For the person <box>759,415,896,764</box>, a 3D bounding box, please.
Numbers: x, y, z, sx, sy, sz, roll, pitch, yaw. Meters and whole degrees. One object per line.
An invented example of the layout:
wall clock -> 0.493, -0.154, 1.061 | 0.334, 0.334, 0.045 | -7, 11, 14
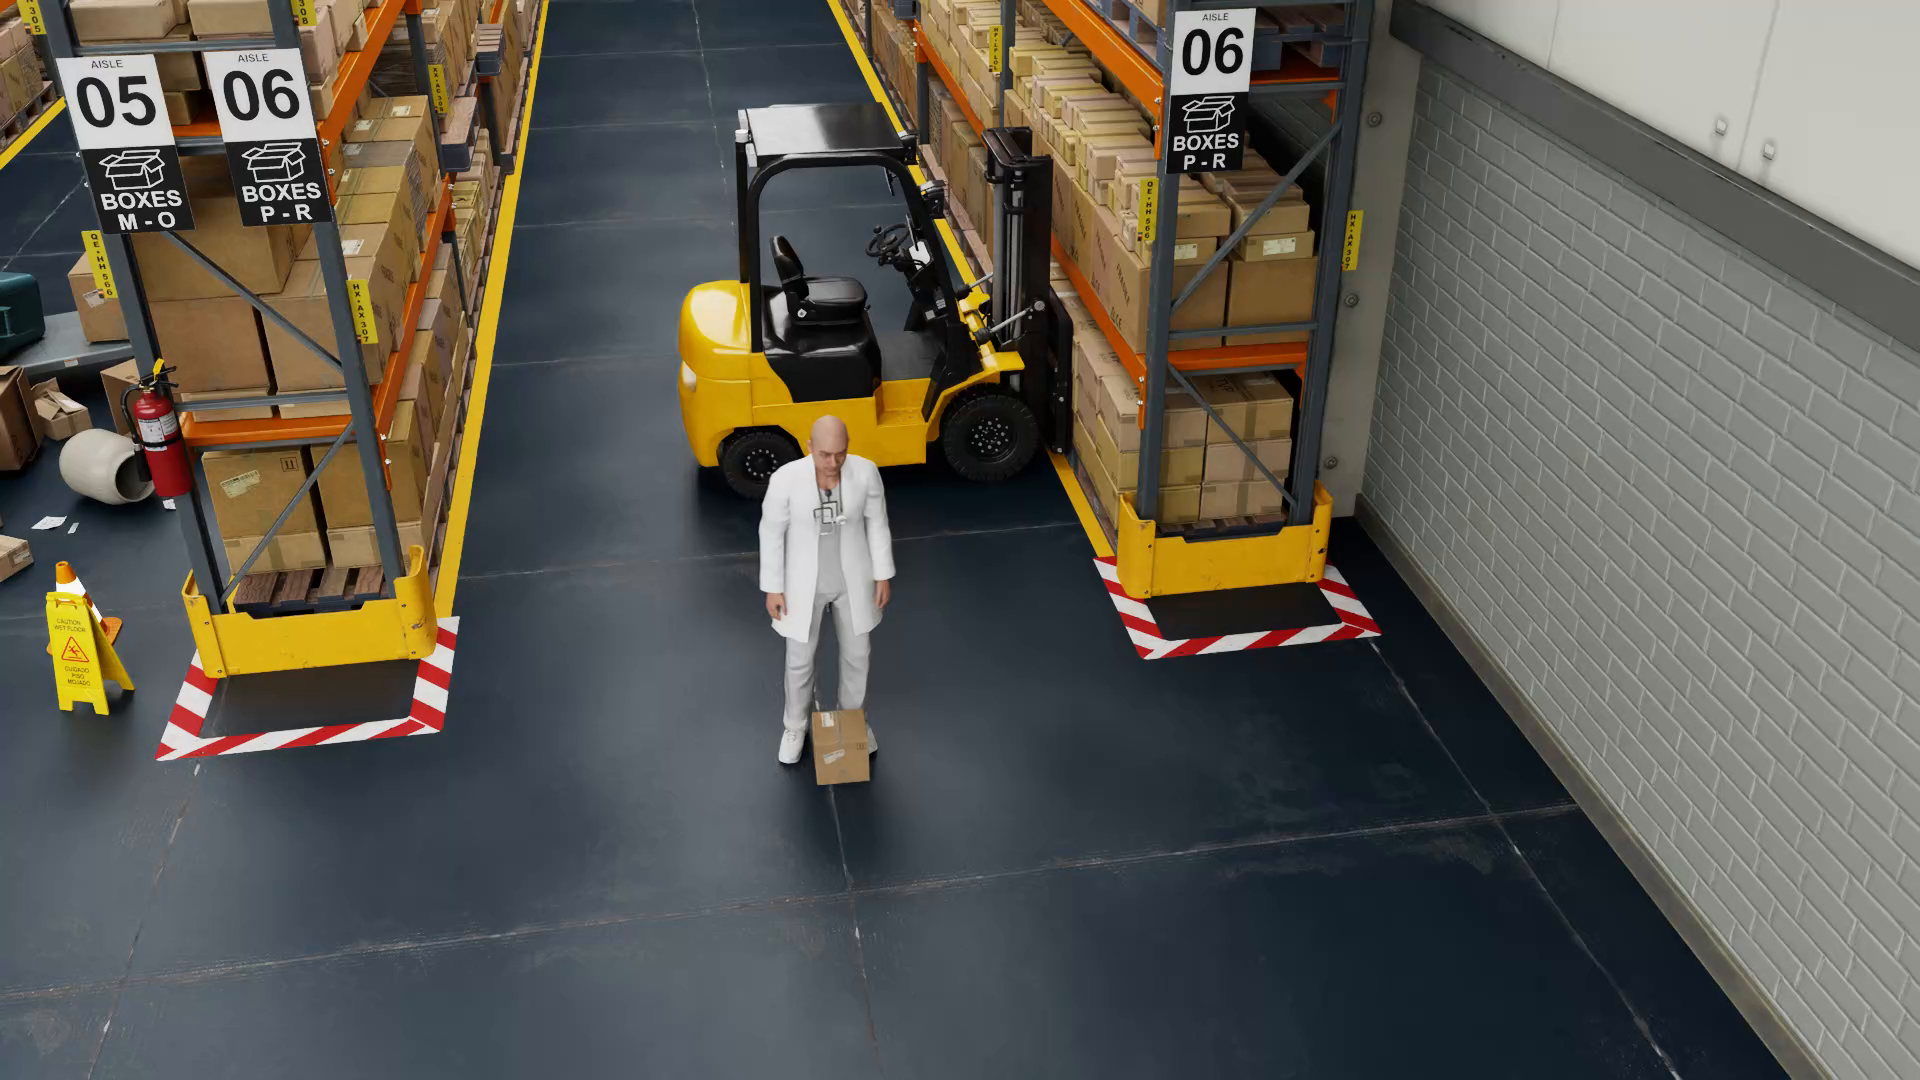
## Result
person -> -0.615, 0.209, 7.801 | 0.645, 1.772, 0.429 | -7, 31, -12
